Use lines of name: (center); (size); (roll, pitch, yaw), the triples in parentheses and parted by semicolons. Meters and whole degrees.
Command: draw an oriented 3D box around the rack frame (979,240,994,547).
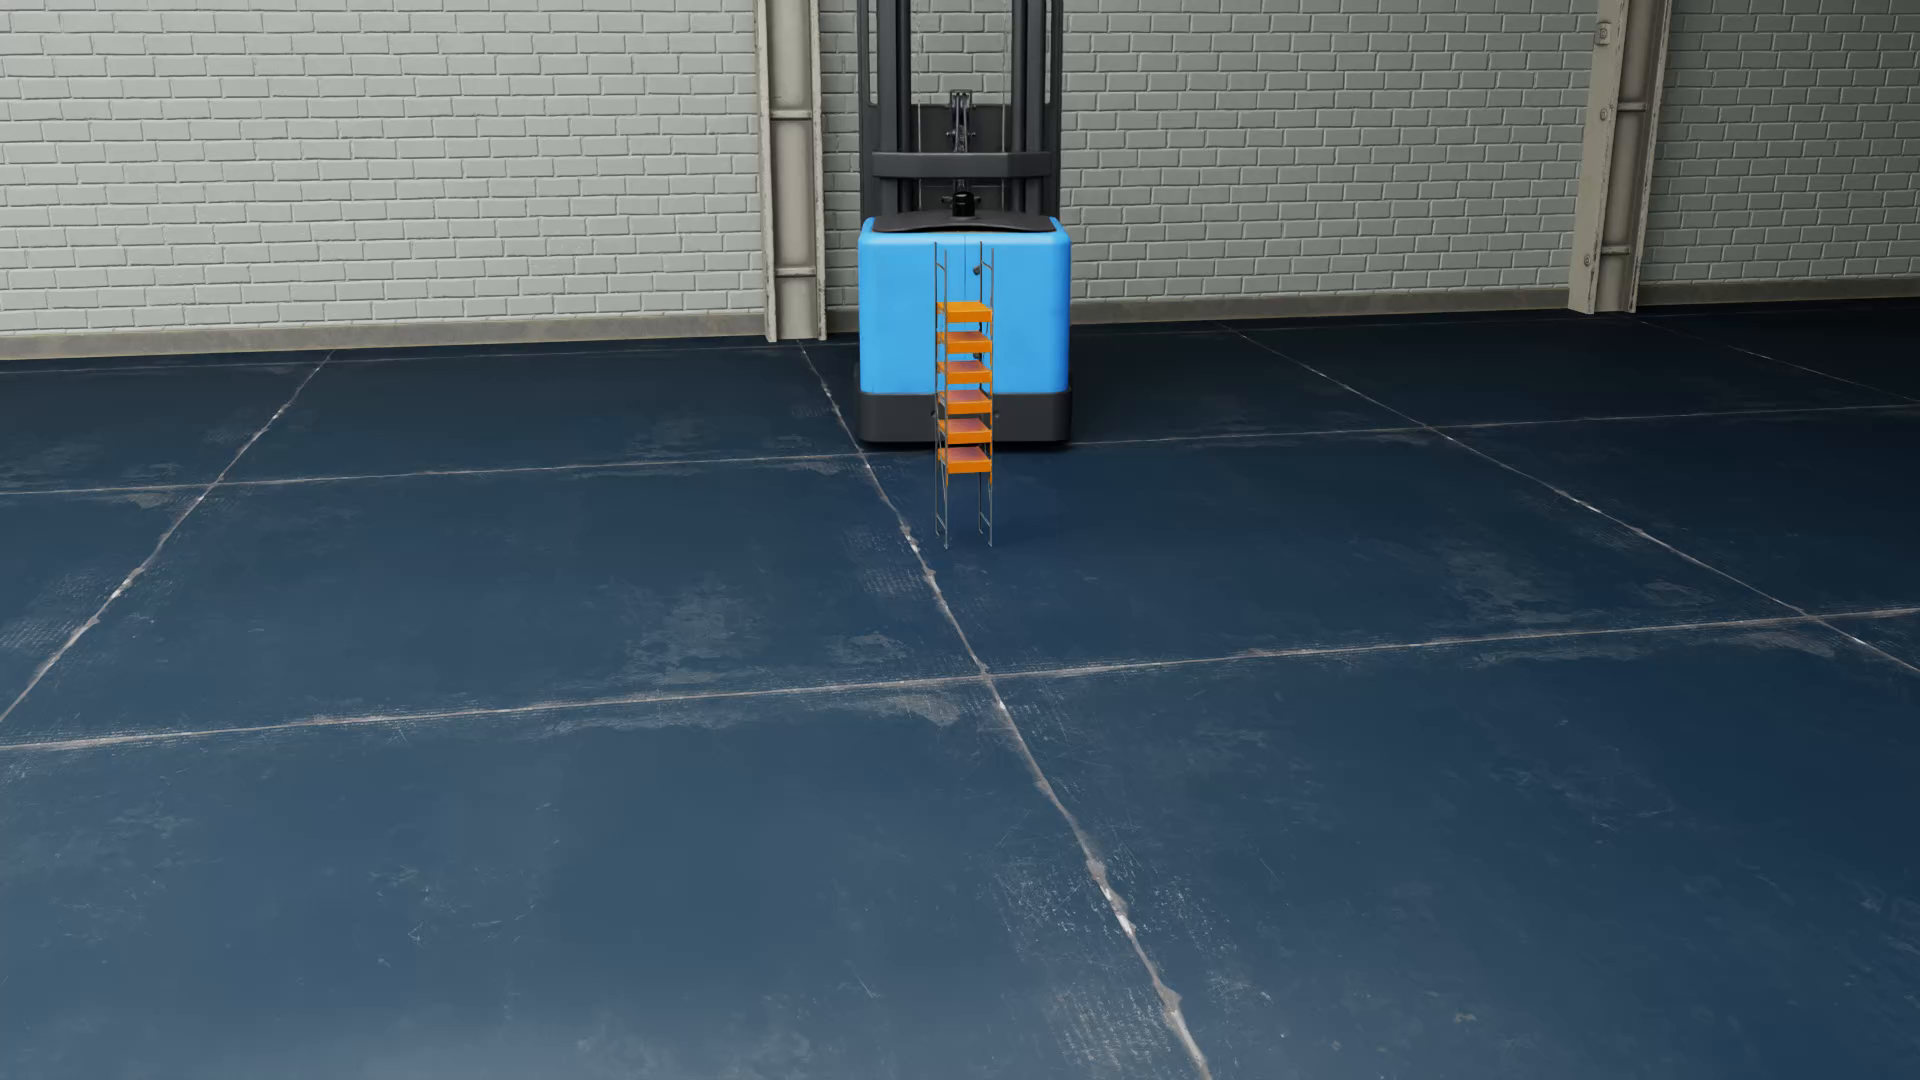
rack frame: (0.104, -0.579, 6.655); (0.006, 1.200, 0.240); (-3, 17, -10)

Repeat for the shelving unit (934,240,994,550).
shelving unit: (0.014, -0.574, 6.638); (0.189, 1.200, 0.258); (-3, 17, -10)

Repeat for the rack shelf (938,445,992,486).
rack shelf: (0.014, -0.302, 6.722); (0.180, 0.103, 0.258); (-3, 17, -10)

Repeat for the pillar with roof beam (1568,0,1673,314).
pillar with roof beam: (5.592, -4.775, 7.033); (0.400, 9.000, 9.100); (-3, 17, -10)

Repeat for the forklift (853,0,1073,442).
forklift: (-0.006, -2.257, 9.167); (1.130, 2.935, 3.031); (0, 17, -1)

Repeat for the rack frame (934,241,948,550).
rack frame: (-0.076, -0.569, 6.622); (0.006, 1.200, 0.240); (-3, 17, -10)

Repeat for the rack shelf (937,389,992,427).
rack shelf: (0.014, -0.532, 6.651); (0.180, 0.103, 0.258); (-3, 17, -10)

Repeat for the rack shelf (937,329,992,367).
rack shelf: (0.014, -0.761, 6.581); (0.180, 0.103, 0.258); (-3, 17, -10)

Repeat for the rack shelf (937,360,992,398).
rack shelf: (0.014, -0.647, 6.616); (0.180, 0.103, 0.258); (-3, 17, -10)

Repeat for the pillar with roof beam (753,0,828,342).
pillar with roof beam: (-0.299, -4.441, 5.945); (0.400, 9.000, 9.100); (-3, 17, -10)

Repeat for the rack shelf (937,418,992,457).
rack shelf: (0.014, -0.417, 6.687); (0.180, 0.103, 0.258); (-3, 17, -10)

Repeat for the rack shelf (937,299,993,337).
rack shelf: (0.014, -0.876, 6.546); (0.180, 0.103, 0.258); (-3, 17, -10)
